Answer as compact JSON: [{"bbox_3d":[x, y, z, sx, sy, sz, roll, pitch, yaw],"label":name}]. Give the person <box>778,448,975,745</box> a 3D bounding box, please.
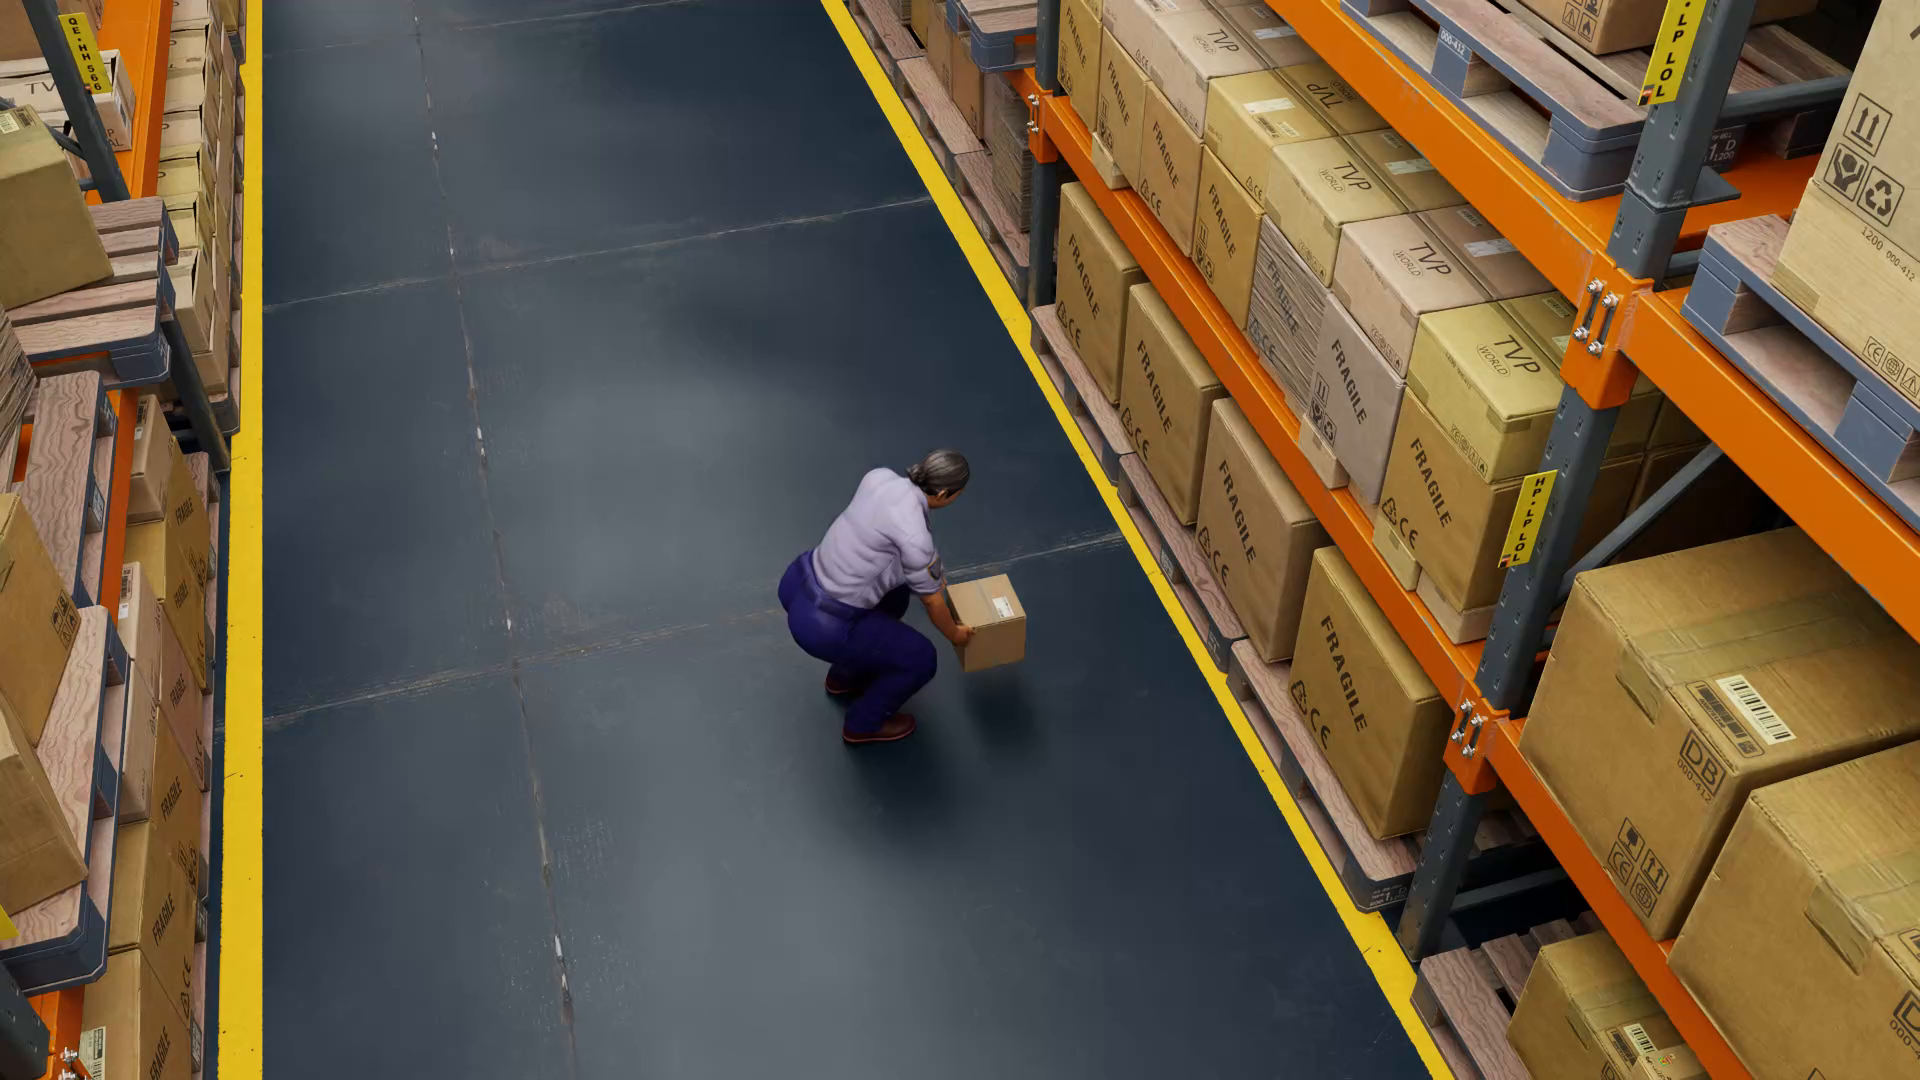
[{"bbox_3d":[-0.285,0.190,6.300,0.675,1.202,0.541,-12,44,-13],"label":"person"}]
